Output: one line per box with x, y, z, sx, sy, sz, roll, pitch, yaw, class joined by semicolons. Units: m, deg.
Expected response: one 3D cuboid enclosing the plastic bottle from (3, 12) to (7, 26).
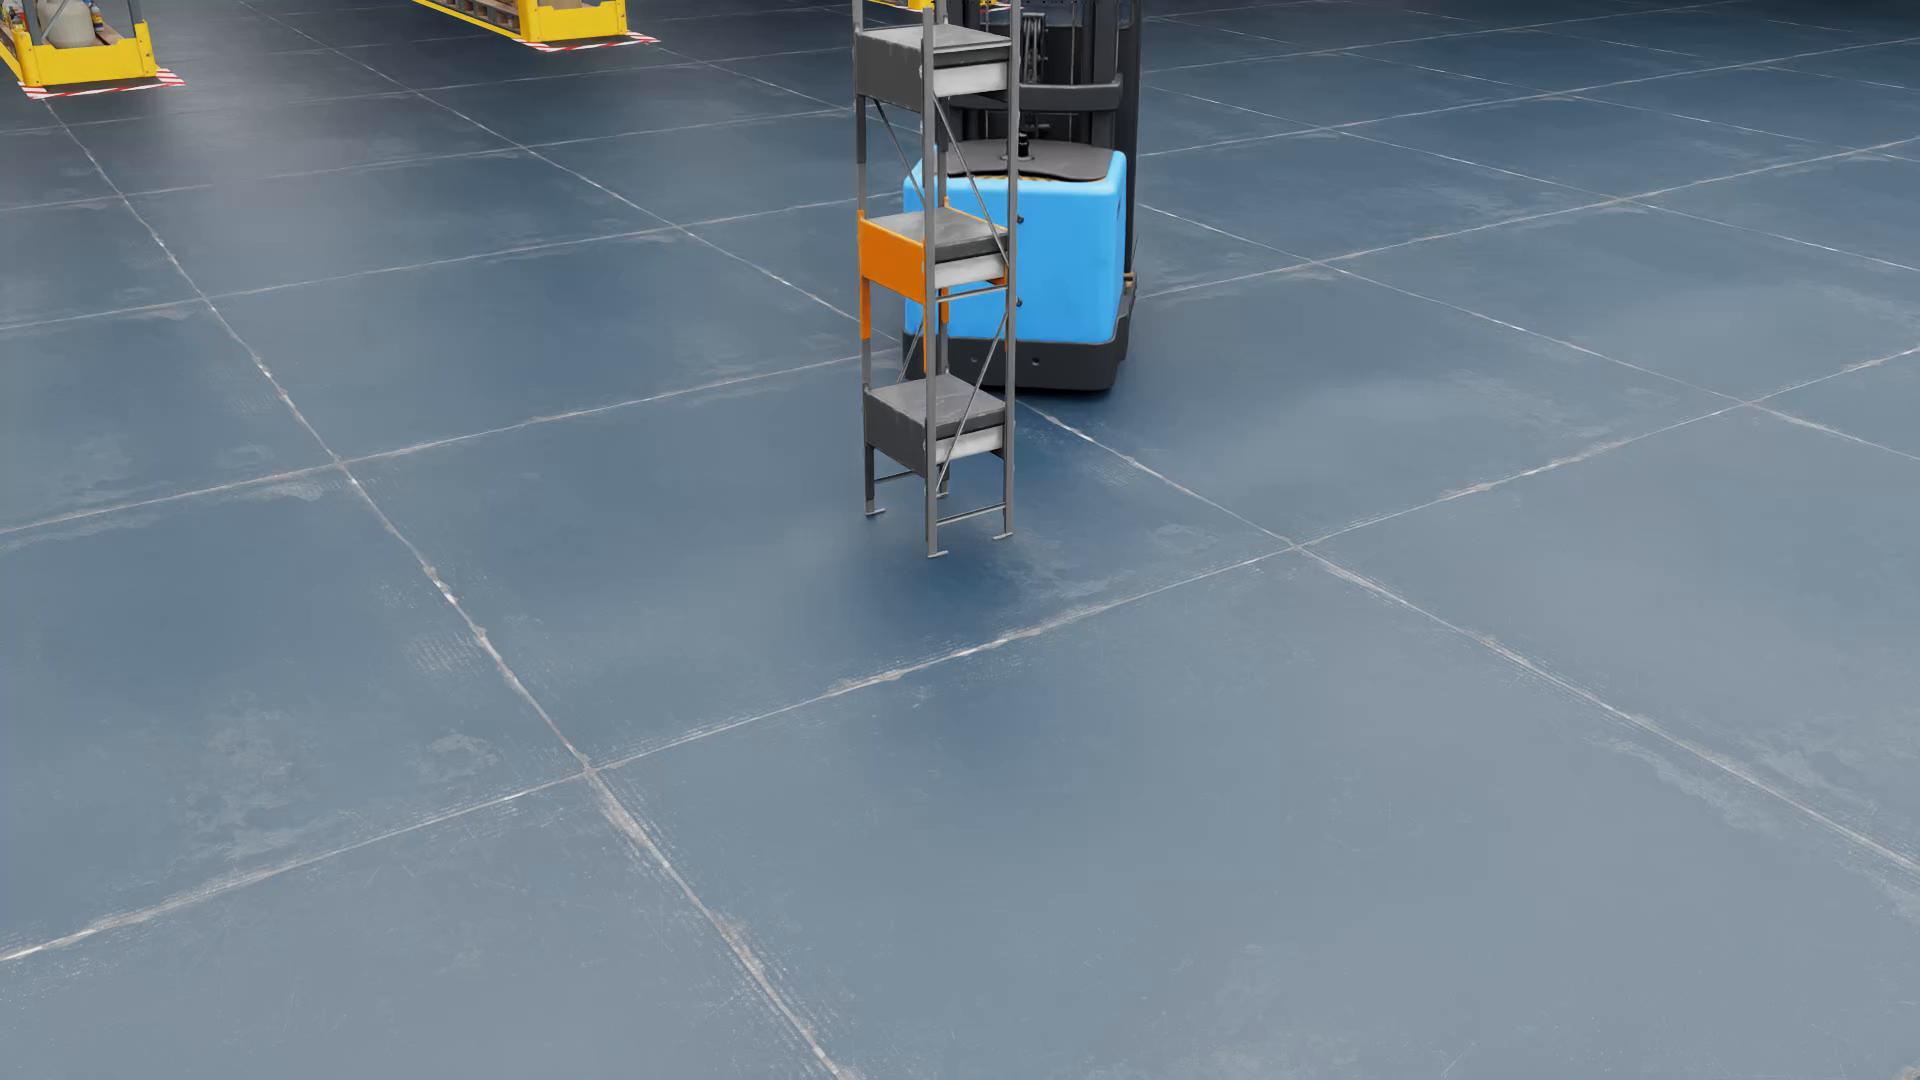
-10.325;-5.687;18.046;0.097;0.201;0.097;0;25;0;plastic bottle

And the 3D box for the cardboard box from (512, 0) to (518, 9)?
-5.004;-6.529;19.504;0.500;0.500;0.500;-8;26;-16;cardboard box

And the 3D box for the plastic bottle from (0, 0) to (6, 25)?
-10.404;-5.762;18.109;0.061;0.283;0.133;-14;29;-27;plastic bottle

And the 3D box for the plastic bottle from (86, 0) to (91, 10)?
-9.388;-5.691;17.973;0.097;0.271;0.097;0;25;0;plastic bottle

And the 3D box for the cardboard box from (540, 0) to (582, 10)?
-4.649;-6.324;19.068;0.500;0.500;0.500;-10;27;-20;cardboard box

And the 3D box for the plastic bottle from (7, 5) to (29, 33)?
-9.957;-5.501;17.564;0.152;0.276;0.135;-15;29;-29;plastic bottle

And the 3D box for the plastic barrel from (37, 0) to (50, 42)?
-9.169;-5.344;16.980;0.421;0.512;0.421;0;25;0;plastic barrel

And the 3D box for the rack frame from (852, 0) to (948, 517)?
-0.224;-1.096;6.612;0.400;2.100;0.015;-16;29;-30;rack frame

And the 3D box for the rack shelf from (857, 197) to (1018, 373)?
-0.090;-0.996;6.433;0.431;0.518;0.480;-16;29;-30;rack shelf

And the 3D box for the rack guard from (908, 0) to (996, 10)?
-0.098;-7.018;21.030;1.175;0.500;0.348;-16;29;-30;rack guard

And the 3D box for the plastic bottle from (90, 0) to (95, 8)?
-9.309;-5.660;17.891;0.061;0.283;0.133;-15;29;-29;plastic bottle

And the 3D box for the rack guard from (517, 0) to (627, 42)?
-4.364;-5.934;18.734;1.175;0.500;0.348;-16;29;-30;rack guard

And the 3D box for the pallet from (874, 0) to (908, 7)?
-0.613;-7.163;21.677;1.003;0.211;1.213;-16;29;-30;pallet

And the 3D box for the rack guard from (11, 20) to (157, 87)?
-8.553;-4.768;16.265;1.175;0.500;0.348;-16;29;-30;rack guard

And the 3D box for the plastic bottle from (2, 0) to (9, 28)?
-10.228;-5.709;17.918;0.144;0.351;0.185;-16;30;-30;plastic bottle

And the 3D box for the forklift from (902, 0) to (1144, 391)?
0.441;-2.656;8.942;1.130;2.935;3.031;4;26;8;forklift

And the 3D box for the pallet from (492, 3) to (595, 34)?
-4.778;-6.102;19.428;1.003;0.211;1.213;-16;29;-30;pallet

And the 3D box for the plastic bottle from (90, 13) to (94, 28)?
-9.257;-5.574;17.807;0.097;0.201;0.097;0;25;0;plastic bottle

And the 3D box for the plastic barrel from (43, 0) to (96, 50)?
-8.895;-5.165;16.600;0.421;0.512;0.421;0;25;0;plastic barrel

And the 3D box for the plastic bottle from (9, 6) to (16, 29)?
-9.921;-5.445;17.438;0.061;0.283;0.133;-15;29;-28;plastic bottle

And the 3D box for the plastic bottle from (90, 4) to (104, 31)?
-9.201;-5.569;17.713;0.097;0.271;0.097;0;25;0;plastic bottle

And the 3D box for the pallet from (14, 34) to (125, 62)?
-8.992;-4.930;16.945;1.003;0.211;1.213;-16;29;-30;pallet

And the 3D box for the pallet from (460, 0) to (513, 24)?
-5.439;-6.538;20.352;1.003;0.211;1.213;-16;29;-30;pallet

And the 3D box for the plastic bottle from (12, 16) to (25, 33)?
-9.842;-5.371;17.376;0.097;0.201;0.097;0;25;0;plastic bottle

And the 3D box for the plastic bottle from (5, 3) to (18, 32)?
-10.032;-5.551;17.670;0.152;0.276;0.135;-16;30;-31;plastic bottle

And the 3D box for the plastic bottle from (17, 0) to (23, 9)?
-10.117;-5.719;18.026;0.152;0.276;0.135;-16;29;-30;plastic bottle

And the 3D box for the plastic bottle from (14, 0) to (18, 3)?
-10.382;-5.869;18.350;0.097;0.271;0.097;0;25;0;plastic bottle

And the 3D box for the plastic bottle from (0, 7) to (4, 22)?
-10.460;-5.861;18.240;0.144;0.351;0.185;-17;30;-32;plastic bottle

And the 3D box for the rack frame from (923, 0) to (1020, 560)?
0.043;-0.921;6.242;0.400;2.100;0.015;-16;29;-30;rack frame

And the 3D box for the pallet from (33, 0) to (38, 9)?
-11.117;-6.324;19.899;1.003;0.211;1.213;-16;29;-30;pallet

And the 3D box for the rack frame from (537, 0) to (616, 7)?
-4.322;-7.037;18.142;1.000;3.000;0.127;-16;29;-30;rack frame

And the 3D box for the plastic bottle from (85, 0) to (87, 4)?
-9.442;-5.727;18.049;0.097;0.271;0.097;0;25;0;plastic bottle

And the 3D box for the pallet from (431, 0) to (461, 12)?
-6.110;-6.975;21.277;1.003;0.211;1.213;-16;29;-30;pallet

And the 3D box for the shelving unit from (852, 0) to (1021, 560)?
-0.090;-1.009;6.427;0.431;2.100;0.503;-16;29;-30;shelving unit

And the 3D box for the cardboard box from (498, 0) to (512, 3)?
-5.330;-6.758;19.988;0.500;0.500;0.500;-13;28;-25;cardboard box

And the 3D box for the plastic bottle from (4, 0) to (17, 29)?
-10.126;-5.643;17.777;0.144;0.351;0.185;-14;29;-27;plastic bottle

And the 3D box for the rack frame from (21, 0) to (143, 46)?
-8.472;-5.883;15.697;1.000;3.000;0.127;-16;29;-30;rack frame

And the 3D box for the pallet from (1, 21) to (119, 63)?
-9.654;-5.366;17.869;1.003;0.211;1.213;-16;29;-30;pallet

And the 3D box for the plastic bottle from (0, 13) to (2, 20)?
-10.563;-5.929;18.383;0.144;0.351;0.185;-15;29;-28;plastic bottle

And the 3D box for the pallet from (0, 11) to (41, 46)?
-10.324;-5.802;18.794;1.003;0.211;1.213;-16;29;-30;pallet

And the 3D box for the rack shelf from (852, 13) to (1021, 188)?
-0.090;-1.629;6.134;0.431;0.518;0.480;-16;29;-30;rack shelf

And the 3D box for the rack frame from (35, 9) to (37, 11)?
-10.656;-7.313;18.728;1.000;3.000;0.127;-16;29;-30;rack frame

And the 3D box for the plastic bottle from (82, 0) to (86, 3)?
-9.553;-5.800;18.202;0.097;0.271;0.097;0;25;0;plastic bottle

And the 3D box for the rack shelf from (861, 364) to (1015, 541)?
-0.090;-0.363;6.732;0.431;0.518;0.480;-16;29;-30;rack shelf
